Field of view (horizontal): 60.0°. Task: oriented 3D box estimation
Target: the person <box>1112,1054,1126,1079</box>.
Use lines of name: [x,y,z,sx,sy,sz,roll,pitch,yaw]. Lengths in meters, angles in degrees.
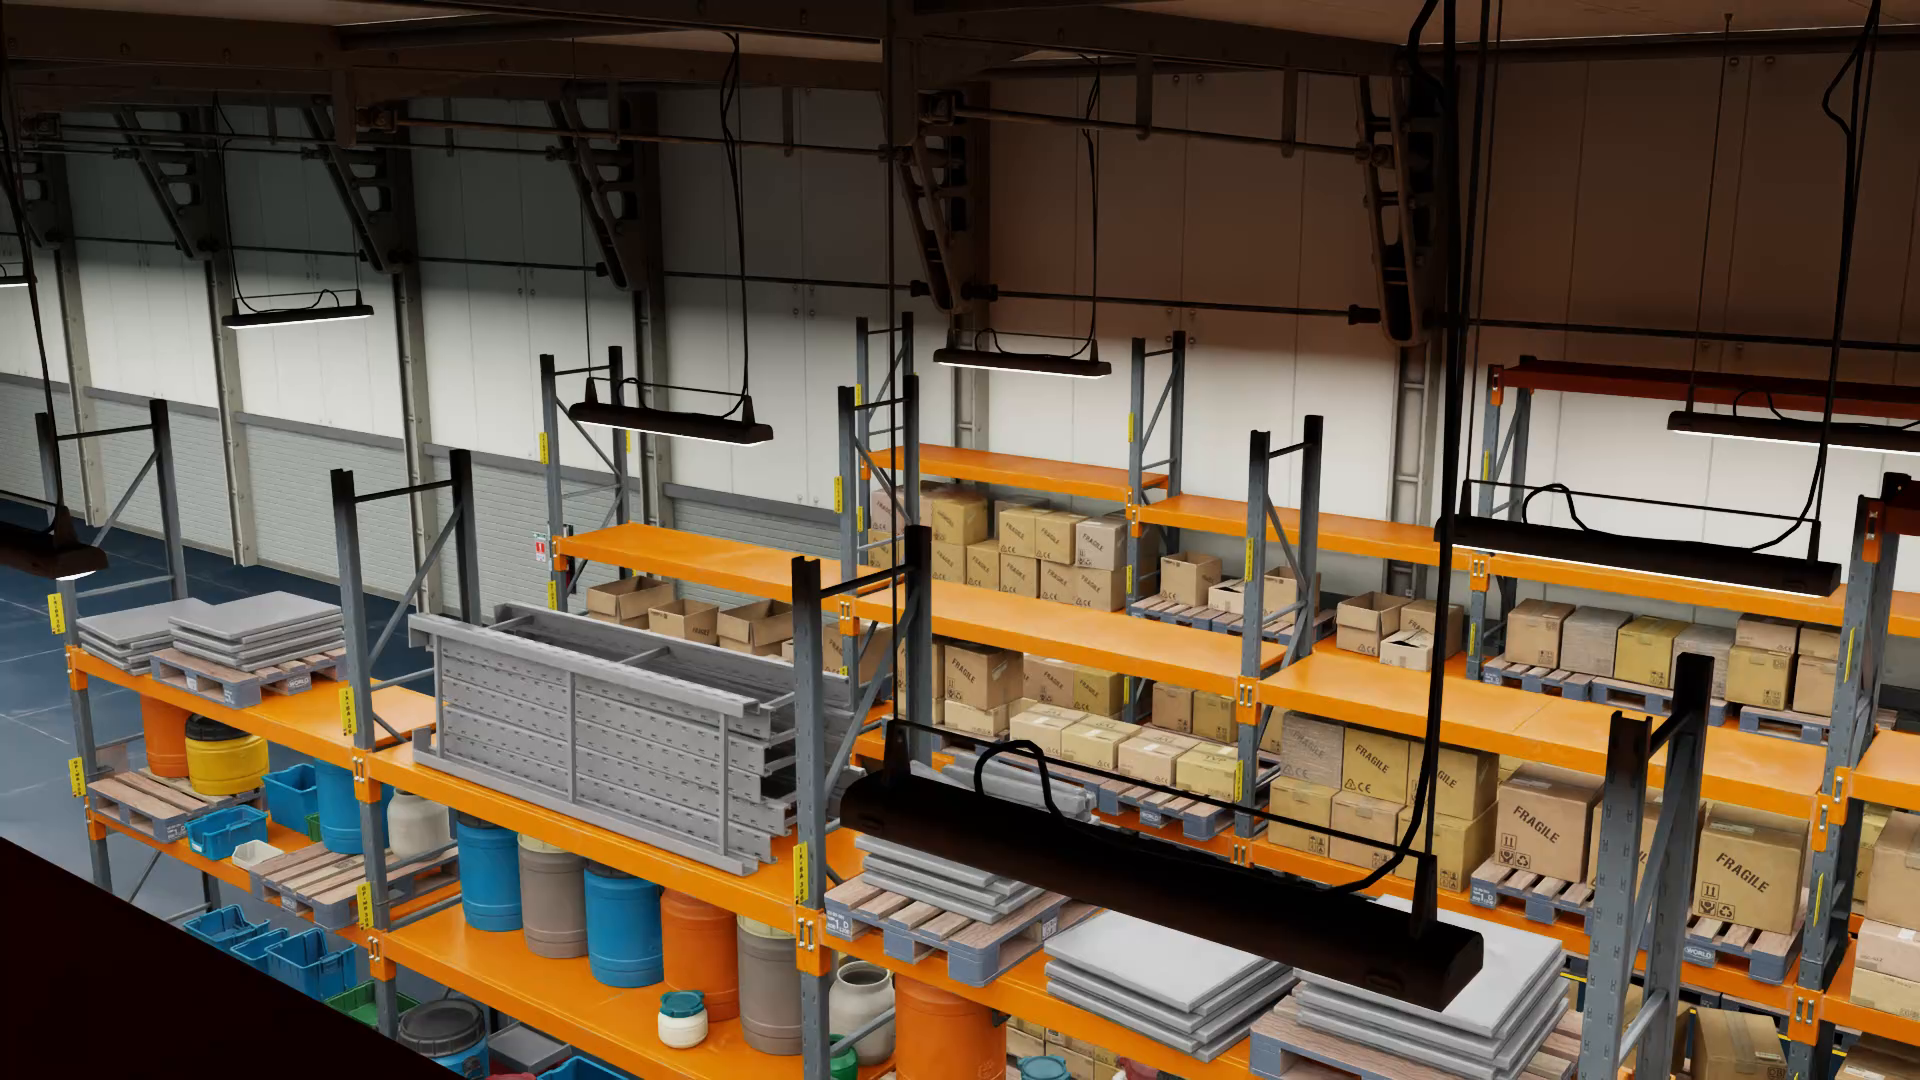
person: [1.183,4.456,12.357,0.482,1.666,0.518,11,17,39]
